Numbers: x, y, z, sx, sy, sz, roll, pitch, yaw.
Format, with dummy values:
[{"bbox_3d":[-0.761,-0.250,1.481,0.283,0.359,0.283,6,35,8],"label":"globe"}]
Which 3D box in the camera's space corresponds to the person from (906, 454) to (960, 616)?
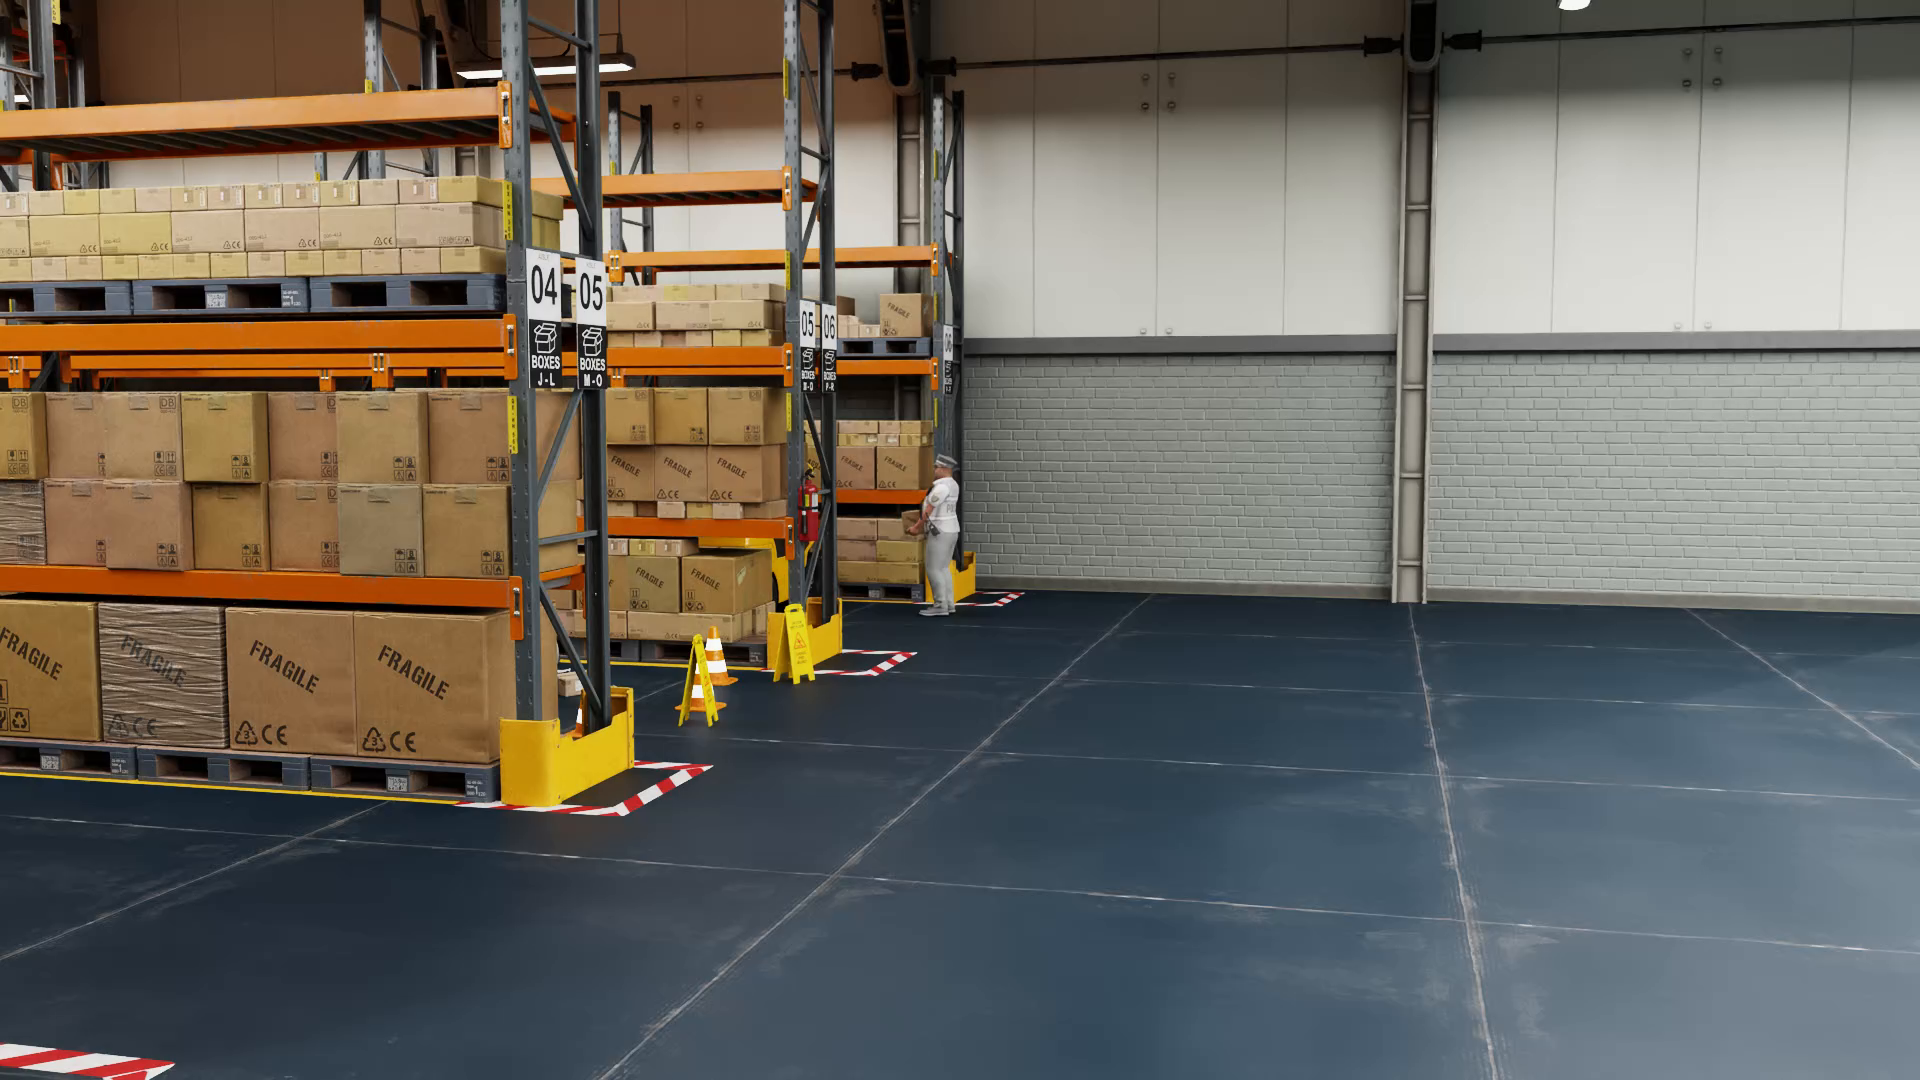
[{"bbox_3d":[-0.294,-0.061,18.149,0.556,1.763,0.494,1,5,15],"label":"person"}]
